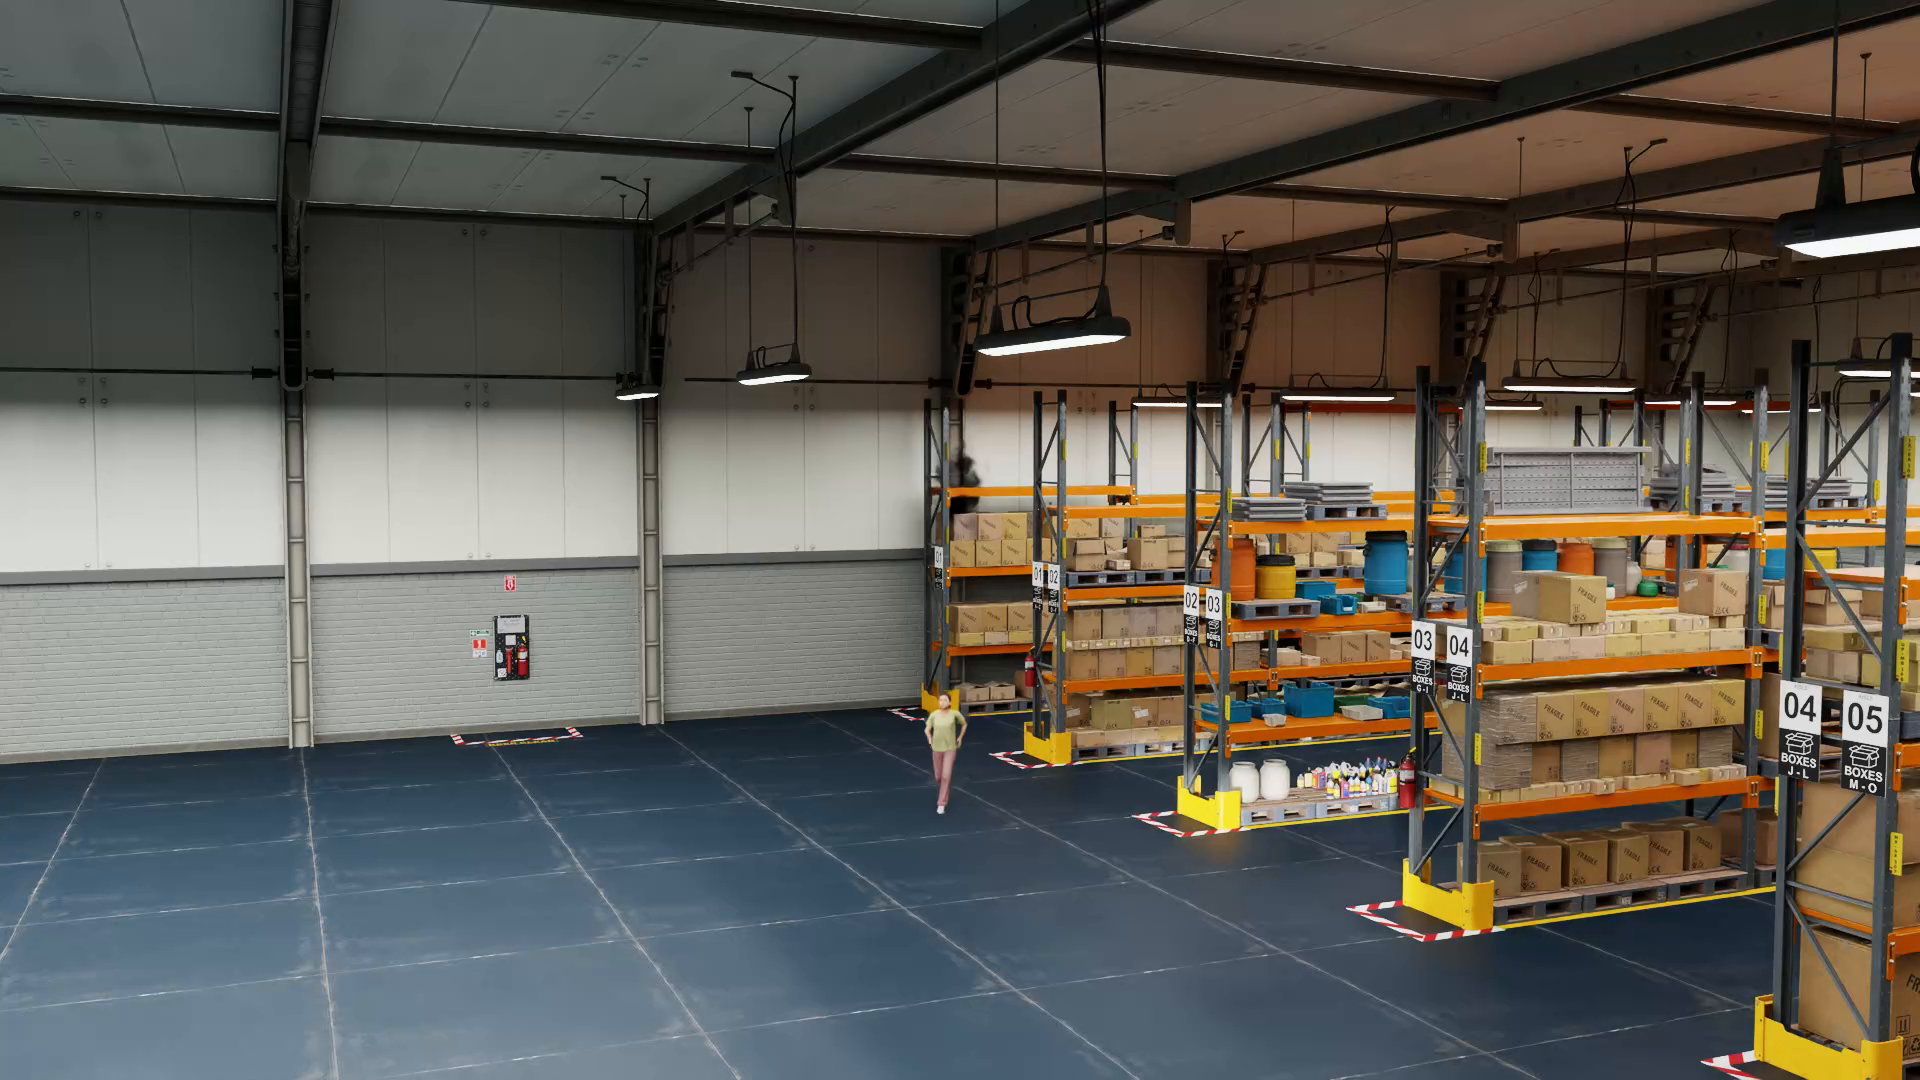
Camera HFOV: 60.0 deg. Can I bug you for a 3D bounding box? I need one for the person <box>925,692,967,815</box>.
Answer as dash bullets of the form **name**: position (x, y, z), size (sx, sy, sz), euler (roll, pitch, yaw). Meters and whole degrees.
- **person**: position (-0.207, 2.969, 23.463), size (0.587, 1.664, 0.866), euler (1, 3, 9)
